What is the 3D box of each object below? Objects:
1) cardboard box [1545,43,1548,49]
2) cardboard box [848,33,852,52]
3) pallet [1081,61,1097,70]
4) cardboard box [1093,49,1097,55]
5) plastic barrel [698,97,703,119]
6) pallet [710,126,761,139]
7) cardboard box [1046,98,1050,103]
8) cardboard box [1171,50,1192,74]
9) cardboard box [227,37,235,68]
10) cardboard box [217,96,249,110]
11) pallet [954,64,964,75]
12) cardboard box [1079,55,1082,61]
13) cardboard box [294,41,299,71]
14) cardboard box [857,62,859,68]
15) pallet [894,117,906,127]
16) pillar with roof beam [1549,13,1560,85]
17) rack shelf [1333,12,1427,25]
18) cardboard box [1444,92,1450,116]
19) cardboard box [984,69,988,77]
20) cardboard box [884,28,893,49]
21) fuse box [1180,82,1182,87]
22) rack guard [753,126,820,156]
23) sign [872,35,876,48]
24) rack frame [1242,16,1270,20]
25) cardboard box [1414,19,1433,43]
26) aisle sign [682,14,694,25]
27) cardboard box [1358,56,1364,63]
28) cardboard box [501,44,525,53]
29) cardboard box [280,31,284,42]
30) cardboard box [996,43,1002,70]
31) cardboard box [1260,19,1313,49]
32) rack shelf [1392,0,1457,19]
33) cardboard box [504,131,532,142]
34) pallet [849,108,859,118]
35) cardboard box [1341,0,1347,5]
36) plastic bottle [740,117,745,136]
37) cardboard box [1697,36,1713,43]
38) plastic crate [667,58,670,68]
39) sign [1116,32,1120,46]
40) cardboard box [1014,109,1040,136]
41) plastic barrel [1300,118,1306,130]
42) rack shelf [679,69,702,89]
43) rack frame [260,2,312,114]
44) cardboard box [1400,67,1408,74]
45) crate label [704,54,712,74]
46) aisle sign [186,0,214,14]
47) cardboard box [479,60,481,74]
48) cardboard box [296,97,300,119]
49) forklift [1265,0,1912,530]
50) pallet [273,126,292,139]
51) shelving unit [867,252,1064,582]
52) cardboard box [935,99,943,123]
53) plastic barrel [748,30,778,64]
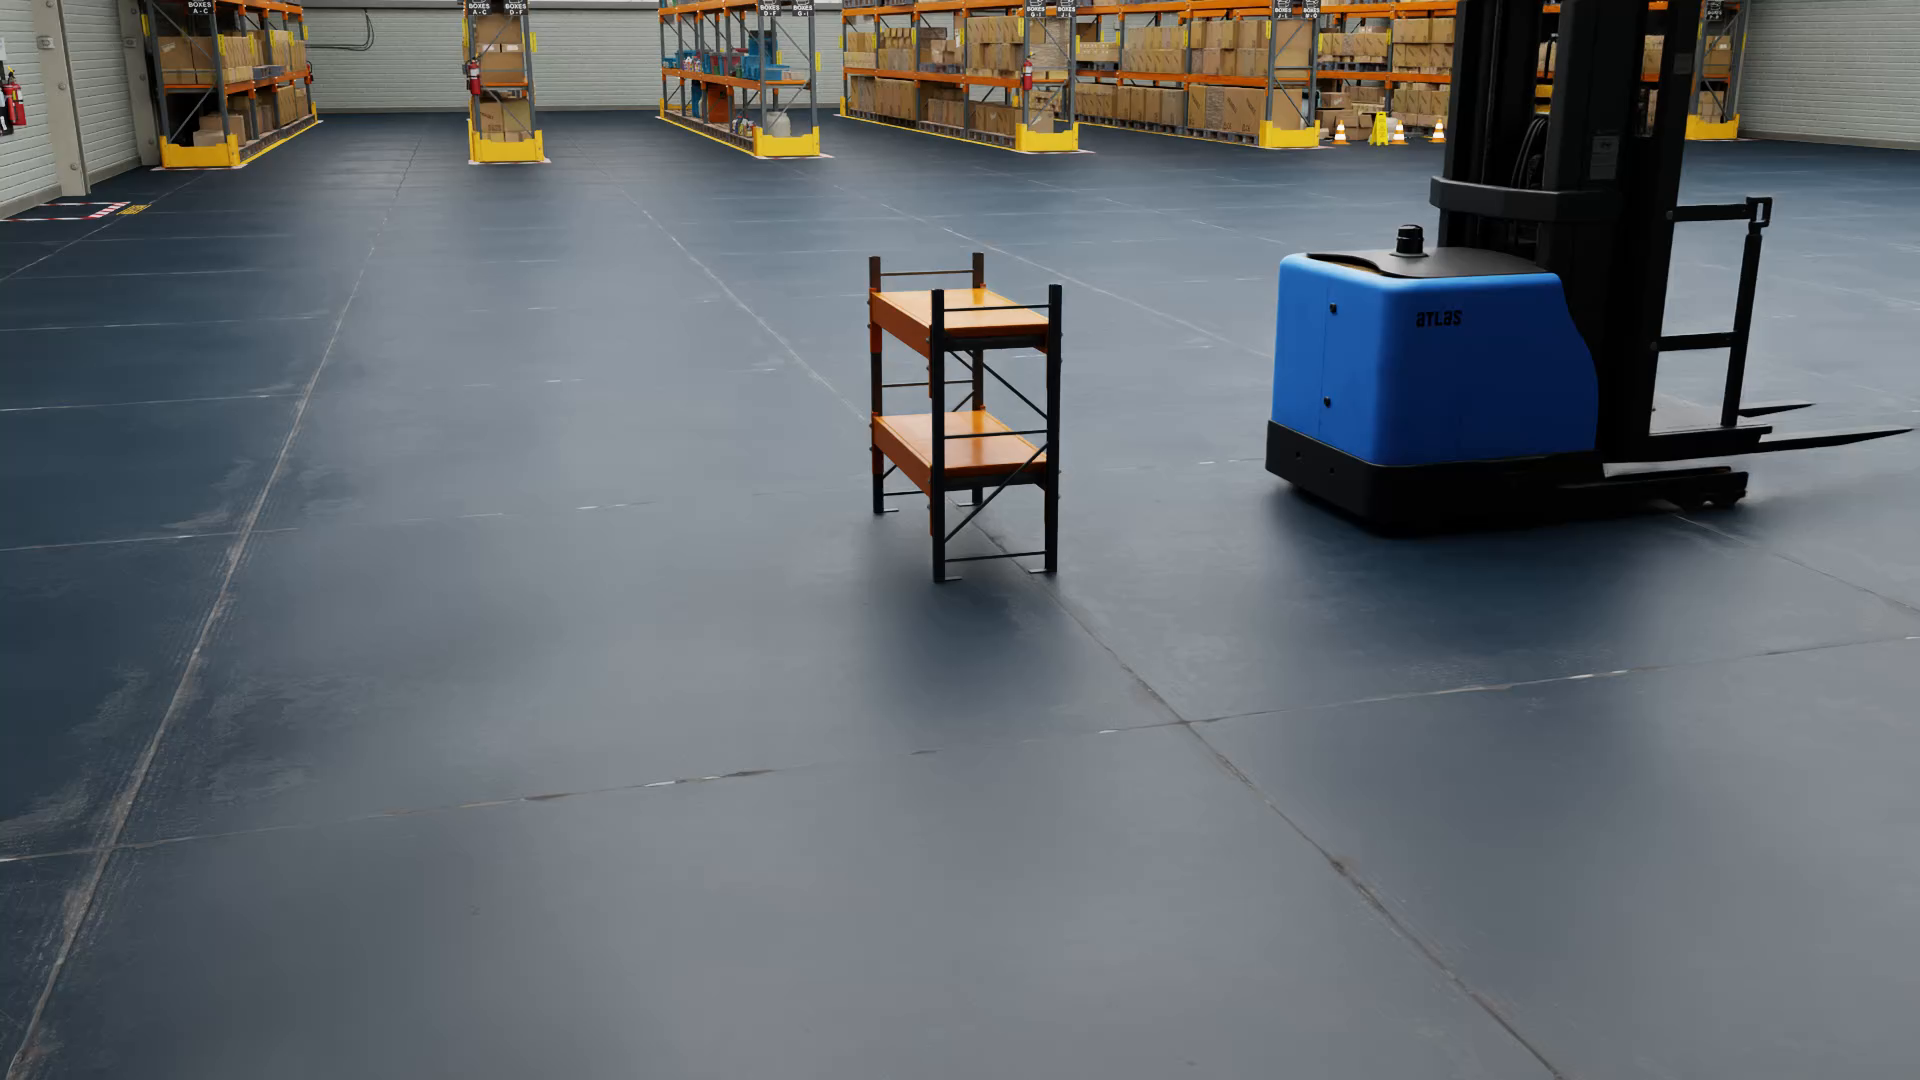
[{"bbox_3d":[14.247,-11.828,39.814,0.380,0.149,0.250,-5,17,-17],"label":"cardboard box"},{"bbox_3d":[-2.717,-13.391,44.758,0.500,0.500,0.500,-5,17,-17],"label":"cardboard box"},{"bbox_3d":[3.685,-11.857,41.546,1.003,0.211,1.213,-5,17,-15],"label":"pallet"},{"bbox_3d":[3.477,-11.944,40.692,0.380,0.149,0.250,-5,17,-15],"label":"cardboard box"},{"bbox_3d":[-5.993,-10.254,39.470,0.421,0.512,0.421,0,17,0],"label":"plastic barrel"},{"bbox_3d":[-4.783,-8.760,35.747,1.003,0.211,1.213,-5,17,-15],"label":"pallet"},{"bbox_3d":[2.537,-11.844,44.877,0.380,0.149,0.250,-4,17,-14],"label":"cardboard box"},{"bbox_3d":[4.968,-10.470,36.419,0.500,0.500,0.500,-5,17,-16],"label":"cardboard box"},{"bbox_3d":[-12.586,-8.243,28.103,0.500,0.500,0.500,-5,17,-15],"label":"cardboard box"},{"bbox_3d":[-14.059,-8.456,32.166,0.500,0.250,0.500,-5,17,-16],"label":"cardboard box"},{"bbox_3d":[0.501,-10.065,35.580,1.003,0.211,1.213,-5,17,-15],"label":"pallet"},{"bbox_3d":[3.199,-12.086,41.681,0.380,0.149,0.250,-5,17,-16],"label":"cardboard box"},{"bbox_3d":[-16.244,-11.470,39.400,0.980,0.700,0.700,-5,17,-17],"label":"cardboard box"},{"bbox_3d":[-2.522,-12.584,44.067,0.380,0.149,0.250,-5,17,-17],"label":"cardboard box"},{"bbox_3d":[-1.004,-10.266,40.762,1.003,0.211,1.213,-5,17,-15],"label":"pallet"},{"bbox_3d":[10.858,-14.461,39.453,9.100,9.000,0.400,-5,17,-15],"label":"pillar with roof beam"},{"bbox_3d":[12.123,-14.970,47.609,1.077,0.370,4.000,-5,17,-15],"label":"rack shelf"},{"bbox_3d":[10.581,-9.200,35.112,0.500,0.500,0.500,-4,17,-13],"label":"cardboard box"},{"bbox_3d":[0.708,-9.387,33.425,0.380,0.149,0.250,-5,17,-15],"label":"cardboard box"},{"bbox_3d":[-1.444,-12.500,41.433,0.797,0.503,0.637,-5,17,-17],"label":"cardboard box"},{"bbox_3d":[7.290,-15.104,54.259,0.539,1.711,0.414,-5,17,-15],"label":"fuse box"},{"bbox_3d":[-3.158,-7.257,30.241,1.175,0.500,0.348,-5,17,-15],"label":"rack guard"},{"bbox_3d":[-2.161,-12.556,41.894,0.100,0.325,0.005,-5,17,-15],"label":"sign"},{"bbox_3d":[7.901,-12.931,44.786,1.000,3.000,0.127,-5,17,-15],"label":"rack frame"},{"bbox_3d":[10.243,-10.964,35.810,0.700,0.500,0.500,-5,17,-16],"label":"cardboard box"},{"bbox_3d":[-7.227,-14.150,44.327,0.394,0.787,0.004,-5,17,-15],"label":"aisle sign"},{"bbox_3d":[9.459,-11.132,38.505,0.380,0.149,0.250,-5,17,-15],"label":"cardboard box"},{"bbox_3d":[-7.756,-8.530,28.834,0.380,0.149,0.250,-5,17,-16],"label":"cardboard box"},{"bbox_3d":[-15.269,-11.139,36.792,0.500,0.250,0.500,-4,17,-14],"label":"cardboard box"},{"bbox_3d":[1.197,-9.443,32.484,0.875,0.500,0.500,-5,17,-15],"label":"cardboard box"},{"bbox_3d":[6.403,-9.887,32.515,0.875,0.550,0.550,-5,17,-15],"label":"cardboard box"},{"bbox_3d":[10.649,-11.257,35.249,1.077,0.370,4.000,-5,17,-15],"label":"rack shelf"},{"bbox_3d":[-7.789,-7.096,29.411,0.500,0.250,0.500,-5,17,-15],"label":"cardboard box"},{"bbox_3d":[-2.432,-11.703,45.546,1.003,0.211,1.213,-5,17,-15],"label":"pallet"},{"bbox_3d":[9.447,-12.891,39.259,0.797,0.503,0.637,-5,17,-15],"label":"cardboard box"},{"bbox_3d":[-4.199,-8.059,32.407,0.144,0.351,0.185,-5,17,-16],"label":"plastic bottle"},{"bbox_3d":[15.669,-10.588,35.169,0.380,0.149,0.250,-5,17,-15],"label":"cardboard box"},{"bbox_3d":[-7.376,-12.352,43.046,0.416,0.233,0.300,-5,17,-15],"label":"plastic crate"},{"bbox_3d":[3.750,-11.876,39.400,0.100,0.325,0.005,-5,17,-15],"label":"sign"},{"bbox_3d":[1.318,-8.169,32.547,0.500,0.500,0.500,0,17,-1],"label":"cardboard box"},{"bbox_3d":[7.155,-8.872,35.753,0.512,0.421,0.421,7,18,23],"label":"plastic barrel"},{"bbox_3d":[-5.840,-10.858,39.136,1.077,0.370,4.000,-5,17,-15],"label":"rack shelf"},{"bbox_3d":[-17.014,-12.079,41.950,1.000,3.000,0.127,-5,17,-15],"label":"rack frame"},{"bbox_3d":[9.997,-10.419,36.862,0.380,0.149,0.250,-4,17,-14],"label":"cardboard box"},{"bbox_3d":[-5.277,-10.370,36.199,0.502,0.435,0.616,-5,17,-15],"label":"crate label"},{"bbox_3d":[-12.309,-8.902,26.855,0.394,0.787,0.004,-5,17,-15],"label":"aisle sign"},{"bbox_3d":[-8.399,-8.652,30.367,0.700,0.500,0.500,-4,17,-14],"label":"cardboard box"},{"bbox_3d":[-16.022,-10.191,39.281,0.700,0.500,0.500,-4,17,-15],"label":"cardboard box"},{"bbox_3d":[3.009,-1.677,7.440,3.031,2.935,1.130,-5,18,-17],"label":"forklift"},{"bbox_3d":[-14.960,-8.755,35.730,1.003,0.211,1.213,-5,17,-15],"label":"pallet"},{"bbox_3d":[-0.002,-0.541,6.796,0.538,1.125,1.048,-5,17,-15],"label":"shelving unit"},{"bbox_3d":[-0.160,-9.718,37.671,0.700,0.500,0.500,-6,18,-20],"label":"cardboard box"},{"bbox_3d":[-4.006,-9.914,33.870,0.600,0.901,0.708,-5,17,-15],"label":"plastic barrel"}]
